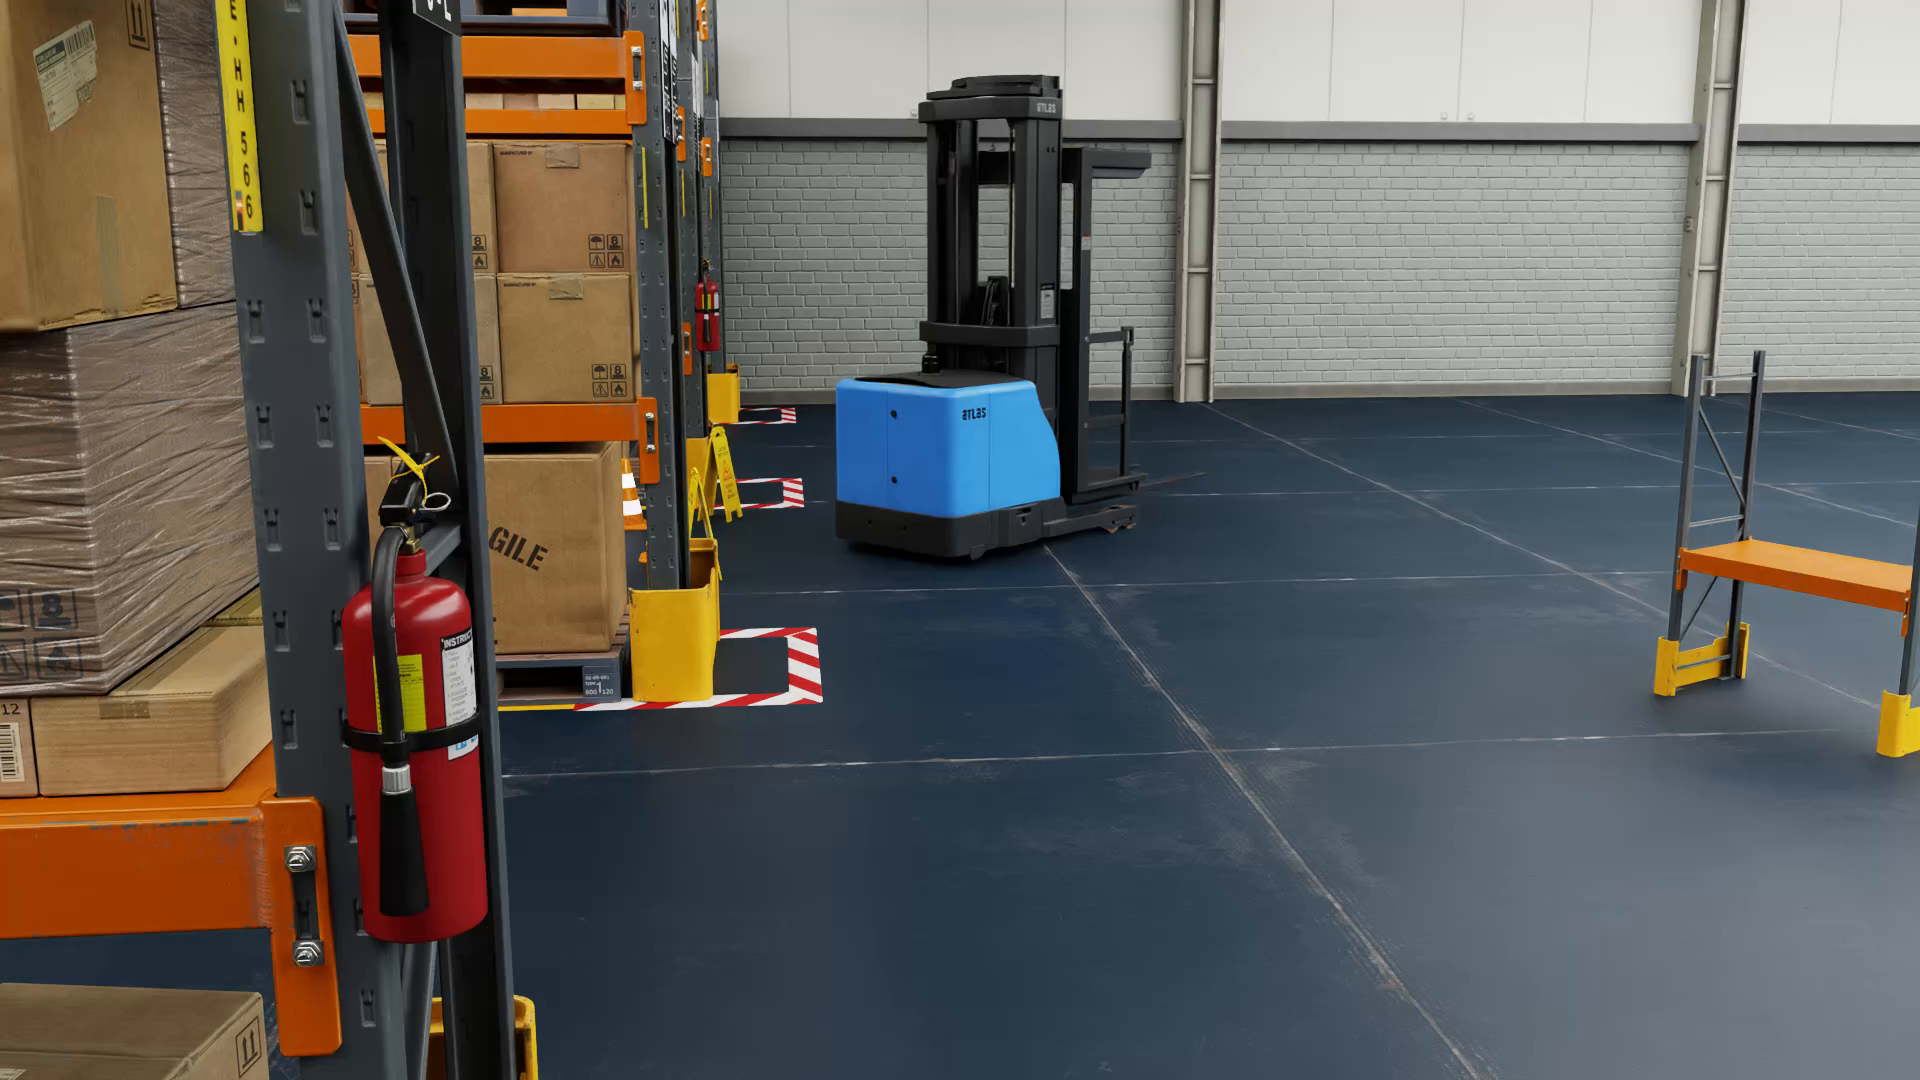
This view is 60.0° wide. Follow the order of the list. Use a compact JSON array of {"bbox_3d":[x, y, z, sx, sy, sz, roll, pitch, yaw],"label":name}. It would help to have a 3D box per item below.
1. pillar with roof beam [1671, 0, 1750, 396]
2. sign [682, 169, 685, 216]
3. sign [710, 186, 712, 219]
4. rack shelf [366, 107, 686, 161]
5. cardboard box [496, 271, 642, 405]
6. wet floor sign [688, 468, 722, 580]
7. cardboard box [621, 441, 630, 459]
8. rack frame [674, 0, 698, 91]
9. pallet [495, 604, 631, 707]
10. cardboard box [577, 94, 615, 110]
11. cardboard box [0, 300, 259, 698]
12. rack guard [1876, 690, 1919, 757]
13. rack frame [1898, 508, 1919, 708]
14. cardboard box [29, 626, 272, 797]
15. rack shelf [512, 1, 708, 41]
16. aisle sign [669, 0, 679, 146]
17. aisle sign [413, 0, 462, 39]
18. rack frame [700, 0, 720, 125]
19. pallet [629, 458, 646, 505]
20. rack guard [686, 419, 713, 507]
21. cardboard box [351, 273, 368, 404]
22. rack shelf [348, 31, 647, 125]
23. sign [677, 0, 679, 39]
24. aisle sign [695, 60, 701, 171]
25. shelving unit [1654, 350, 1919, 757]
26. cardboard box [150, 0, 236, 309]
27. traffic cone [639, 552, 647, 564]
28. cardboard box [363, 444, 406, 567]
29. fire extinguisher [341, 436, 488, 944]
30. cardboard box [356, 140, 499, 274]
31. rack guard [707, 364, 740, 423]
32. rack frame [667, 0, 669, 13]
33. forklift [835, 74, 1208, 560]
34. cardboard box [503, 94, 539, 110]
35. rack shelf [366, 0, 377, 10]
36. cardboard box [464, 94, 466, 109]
[{"bbox_3d":[9.083,-5.300,14.501,0.400,9.000,9.100,-1,11,-6],"label":"pillar with roof beam"},{"bbox_3d":[-1.942,-2.439,11.675,0.005,0.325,0.100,-1,11,-6],"label":"sign"},{"bbox_3d":[-2.477,-3.354,16.537,0.005,0.325,0.100,-1,11,-6],"label":"sign"},{"bbox_3d":[-3.970,-2.899,11.929,4.000,0.370,1.077,-1,11,-6],"label":"rack shelf"},{"bbox_3d":[-1.711,-0.932,7.445,0.550,0.550,0.875,-1,11,-6],"label":"cardboard box"},{"bbox_3d":[-1.532,-0.100,9.705,0.232,0.644,0.267,-3,12,-16],"label":"wet floor sign"},{"bbox_3d":[-2.814,-0.715,12.770,0.500,0.250,0.500,-1,11,-7],"label":"cardboard box"},{"bbox_3d":[-1.982,-4.766,11.782,0.127,3.000,1.000,-1,11,-6],"label":"rack frame"},{"bbox_3d":[-2.133,0.525,7.651,1.213,0.211,1.003,-1,11,-6],"label":"pallet"},{"bbox_3d":[-2.550,-3.098,11.727,0.250,0.149,0.380,-1,11,-6],"label":"cardboard box"},{"bbox_3d":[-1.462,-0.111,2.624,0.500,0.500,0.875,-1,11,-6],"label":"cardboard box"},{"bbox_3d":[3.890,0.695,6.684,0.587,0.250,0.087,-7,13,-32],"label":"rack guard"},{"bbox_3d":[3.900,0.085,6.547,0.500,1.500,0.032,-7,13,-32],"label":"rack frame"},{"bbox_3d":[-1.173,0.247,2.487,0.250,0.149,0.380,-1,11,-6],"label":"cardboard box"},{"bbox_3d":[-4.510,-5.127,16.520,4.000,0.370,1.077,-1,11,-6],"label":"rack shelf"},{"bbox_3d":[-1.309,-2.210,7.592,0.004,0.787,0.394,-1,11,-6],"label":"aisle sign"},{"bbox_3d":[-0.883,-1.256,2.742,0.004,0.787,0.394,-1,11,-6],"label":"aisle sign"},{"bbox_3d":[-2.522,-5.718,16.624,0.127,3.000,1.000,-1,11,-6],"label":"rack frame"},{"bbox_3d":[-2.869,-0.442,12.570,1.213,0.211,1.003,-1,11,-6],"label":"pallet"},{"bbox_3d":[-2.058,-0.594,12.594,0.348,0.500,1.175,-1,11,-6],"label":"rack guard"},{"bbox_3d":[-2.826,-0.929,7.429,0.550,0.550,0.875,-1,11,-6],"label":"cardboard box"},{"bbox_3d":[-3.335,-1.952,7.111,4.000,0.370,1.077,-1,11,-6],"label":"rack shelf"},{"bbox_3d":[-1.942,-3.622,11.443,0.005,0.325,0.100,-1,11,-6],"label":"sign"},{"bbox_3d":[-1.954,-3.159,12.419,0.004,0.787,0.394,-1,11,-6],"label":"aisle sign"},{"bbox_3d":[3.621,0.001,6.975,0.587,1.500,1.083,-7,13,-32],"label":"shelving unit"},{"bbox_3d":[-1.488,-0.648,2.767,0.500,0.500,0.500,-1,11,-6],"label":"cardboard box"},{"bbox_3d":[-1.812,-0.115,10.255,0.334,0.463,0.336,-1,11,-6],"label":"traffic cone"},{"bbox_3d":[-2.889,0.007,7.476,0.875,0.875,0.875,-1,11,-7],"label":"cardboard box"},{"bbox_3d":[-0.748,0.202,2.264,0.183,0.674,0.296,-1,11,-6],"label":"fire extinguisher"},{"bbox_3d":[-2.257,-1.449,7.275,0.550,0.550,0.875,-1,11,-6],"label":"cardboard box"},{"bbox_3d":[-2.498,-1.548,17.446,0.348,0.500,1.175,-1,11,-6],"label":"rack guard"},{"bbox_3d":[-1.347,-3.819,6.964,0.127,3.000,1.000,-1,11,-6],"label":"rack frame"},{"bbox_3d":[0.564,-1.541,11.109,1.130,2.935,3.031,10,15,41],"label":"forklift"},{"bbox_3d":[-3.077,-3.107,11.770,0.250,0.149,0.380,-1,11,-6],"label":"cardboard box"},{"bbox_3d":[-2.900,-0.999,2.262,4.000,0.370,1.077,-1,11,-6],"label":"rack shelf"},{"bbox_3d":[-3.583,-3.088,11.677,0.250,0.149,0.380,-2,11,-8],"label":"cardboard box"}]
